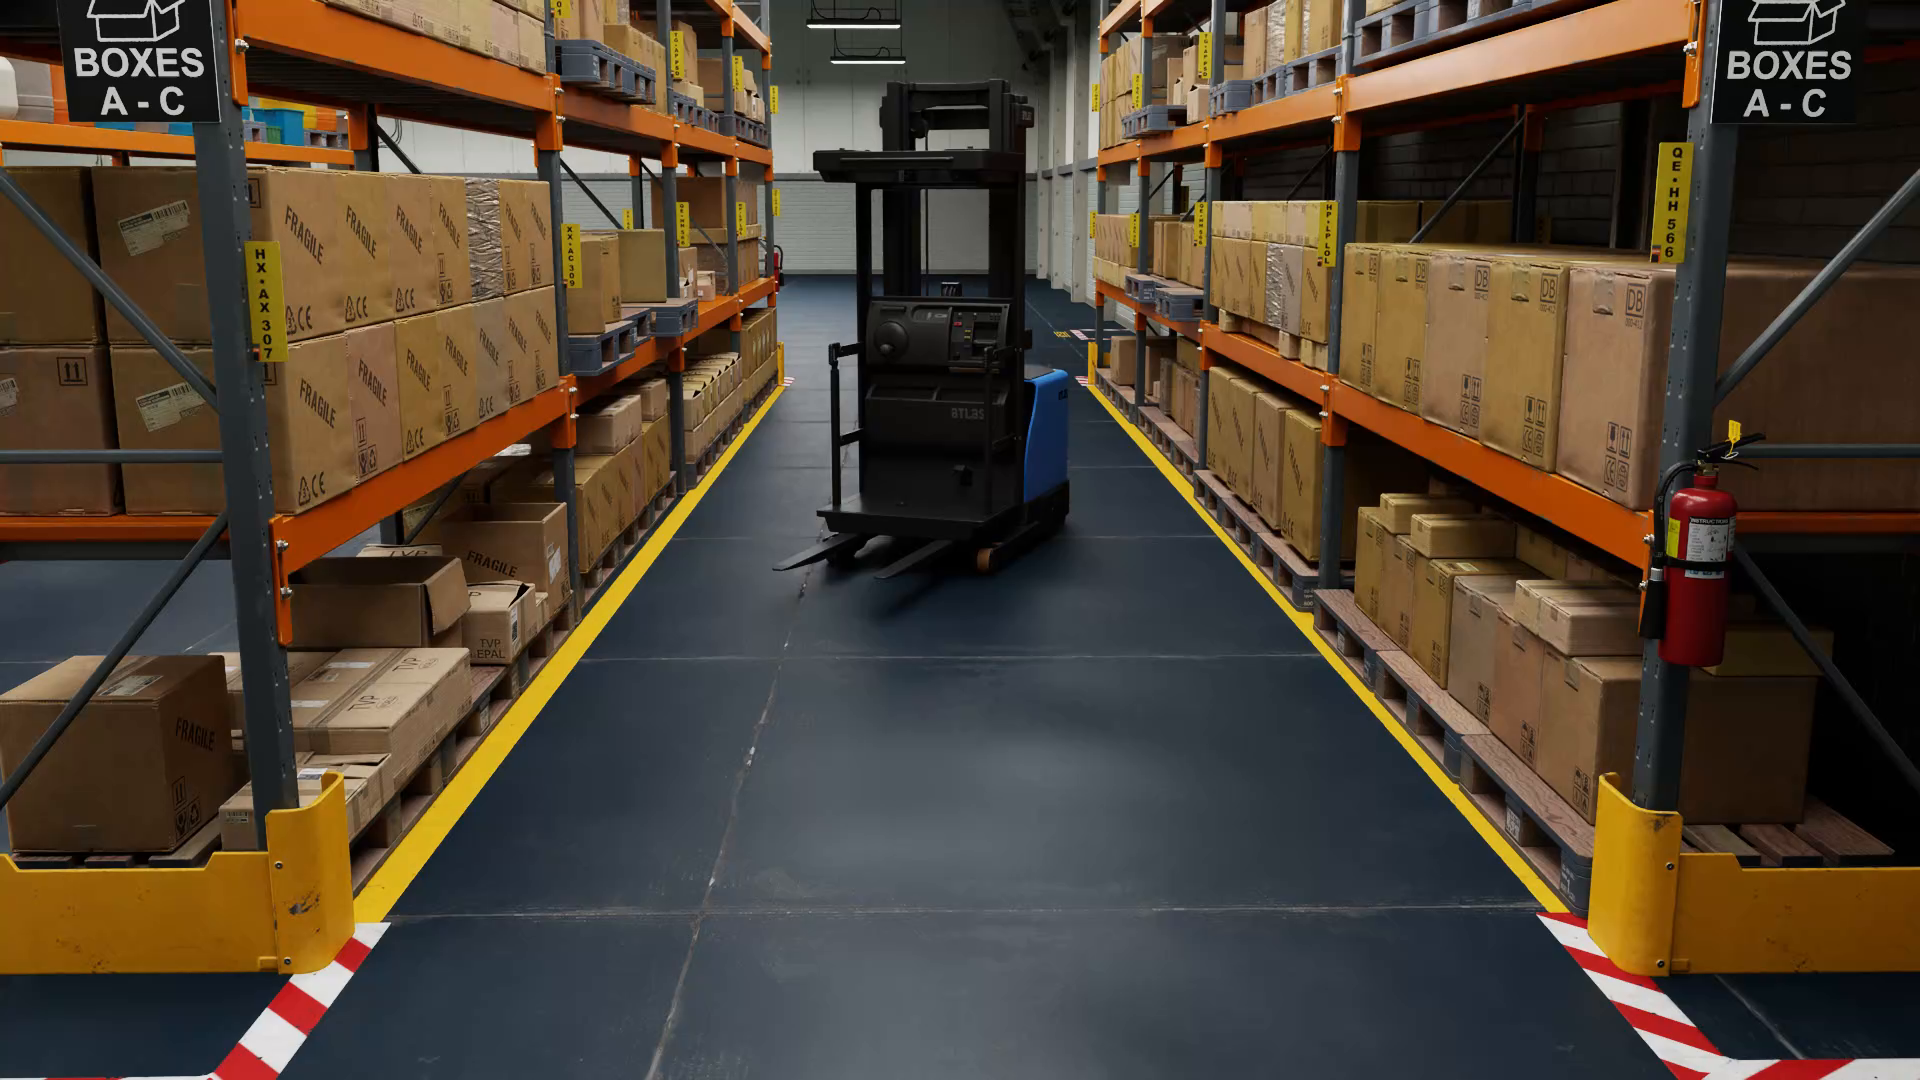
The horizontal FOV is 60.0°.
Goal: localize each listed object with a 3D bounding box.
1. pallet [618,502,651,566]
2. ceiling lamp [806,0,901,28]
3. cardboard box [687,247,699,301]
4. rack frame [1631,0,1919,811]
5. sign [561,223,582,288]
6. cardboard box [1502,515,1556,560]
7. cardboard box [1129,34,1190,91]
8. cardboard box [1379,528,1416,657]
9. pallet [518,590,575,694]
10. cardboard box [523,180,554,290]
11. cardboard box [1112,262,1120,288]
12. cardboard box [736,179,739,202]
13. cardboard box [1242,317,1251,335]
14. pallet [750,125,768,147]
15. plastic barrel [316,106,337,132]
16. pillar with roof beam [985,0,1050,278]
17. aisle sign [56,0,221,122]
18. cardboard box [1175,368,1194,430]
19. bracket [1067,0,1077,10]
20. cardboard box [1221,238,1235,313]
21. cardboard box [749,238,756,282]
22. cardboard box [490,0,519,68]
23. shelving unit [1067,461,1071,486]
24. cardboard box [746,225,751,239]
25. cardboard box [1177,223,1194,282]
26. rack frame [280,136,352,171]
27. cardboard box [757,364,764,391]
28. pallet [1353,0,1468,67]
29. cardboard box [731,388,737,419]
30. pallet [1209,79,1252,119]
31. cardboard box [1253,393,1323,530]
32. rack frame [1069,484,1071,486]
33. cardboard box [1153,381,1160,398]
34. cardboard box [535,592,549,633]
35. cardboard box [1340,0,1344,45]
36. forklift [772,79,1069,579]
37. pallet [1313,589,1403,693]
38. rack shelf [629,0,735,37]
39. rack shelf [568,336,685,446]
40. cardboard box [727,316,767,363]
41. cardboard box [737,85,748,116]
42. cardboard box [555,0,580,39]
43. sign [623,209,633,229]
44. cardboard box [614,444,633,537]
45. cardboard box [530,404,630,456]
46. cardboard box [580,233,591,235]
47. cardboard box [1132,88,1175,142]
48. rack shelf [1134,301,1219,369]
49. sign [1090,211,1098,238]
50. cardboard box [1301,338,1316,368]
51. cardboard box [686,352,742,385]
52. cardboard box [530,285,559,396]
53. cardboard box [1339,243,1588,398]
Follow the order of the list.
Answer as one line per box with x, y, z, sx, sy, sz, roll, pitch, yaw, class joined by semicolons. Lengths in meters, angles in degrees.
-2.607;-0.057;10.812;1.003;0.211;1.213;0;11;-1;pallet
-2.252;-12.455;35.139;2.000;3.185;0.800;0;11;-1;ceiling lamp
-2.679;-2.401;15.100;0.500;0.500;0.500;1;11;3;cardboard box
2.511;-0.245;4.725;1.000;3.000;0.127;0;11;-1;rack frame
-1.982;-1.447;8.472;0.100;0.325;0.005;0;11;-1;sign
2.560;-0.012;7.175;0.380;0.149;0.250;0;11;-1;cardboard box
1.981;-4.748;16.558;0.500;0.500;0.500;-1;12;-6;cardboard box
2.348;0.228;7.624;0.700;0.500;0.500;0;11;-2;cardboard box
-2.511;0.484;8.144;1.003;0.211;1.213;0;11;-1;pallet
-2.255;-1.459;7.940;0.500;0.500;0.500;0;11;-1;cardboard box
1.922;-2.859;17.934;0.500;0.250;0.500;0;11;-1;cardboard box
-2.727;-3.583;17.660;0.700;0.500;0.500;0;11;-1;cardboard box
2.167;-1.503;11.506;0.380;0.149;0.250;0;11;-2;cardboard box
-2.784;-4.691;19.315;1.003;0.211;1.213;0;11;-1;pallet
-7.588;-5.176;19.345;0.600;0.830;0.708;0;11;-1;plastic barrel
-1.864;-12.176;48.445;9.100;9.000;0.548;0;11;-1;pillar with roof beam
-2.147;-1.486;4.301;0.394;0.787;0.004;0;11;-1;aisle sign
2.326;-1.271;14.960;0.700;0.500;0.500;0;11;-1;cardboard box
2.394;-10.977;33.478;0.076;0.066;4.783;0;11;-1;bracket
2.101;-1.839;11.527;0.500;0.500;0.500;0;11;1;cardboard box
-2.760;-3.257;19.316;0.700;0.500;0.500;0;11;0;cardboard box
-2.249;-2.221;7.295;0.500;0.250;0.500;0;11;-1;cardboard box
0.570;-0.427;12.679;0.258;0.189;1.200;4;12;19;shelving unit
-2.546;-3.439;18.584;0.380;0.149;0.250;0;11;0;cardboard box
2.289;-2.552;14.737;0.700;0.500;0.500;1;12;7;cardboard box
-7.725;-3.385;20.201;1.000;3.000;0.127;0;11;-1;rack frame
-2.407;-1.760;18.051;0.500;0.250;0.500;0;11;-1;cardboard box
2.435;-2.304;7.553;1.003;0.211;1.213;0;11;-1;pallet
-2.383;-1.286;15.714;0.500;0.250;0.500;0;11;-2;cardboard box
2.412;-3.085;11.654;1.213;0.211;1.003;0;11;1;pallet
2.263;-0.498;10.321;0.750;0.750;0.750;0;11;1;cardboard box
0.570;-0.338;12.697;0.240;0.006;1.200;4;12;19;rack frame
2.222;-1.564;17.244;0.380;0.166;0.250;-2;12;-9;cardboard box
-2.161;0.348;7.861;0.380;0.149;0.250;0;11;-1;cardboard box
2.520;-2.951;9.156;0.700;0.500;0.500;-1;12;-4;cardboard box
-0.212;-1.318;10.186;1.130;2.935;3.031;4;12;19;forklift
2.366;0.478;8.174;1.003;0.211;1.213;0;11;-1;pallet
-2.648;-4.604;13.934;1.077;0.370;4.000;0;11;-1;rack shelf
-2.566;-1.064;10.571;1.077;0.370;4.000;0;11;-1;rack shelf
-2.419;-2.227;18.466;0.500;0.500;0.500;0;11;-1;cardboard box
-2.448;-4.519;17.061;0.500;0.311;0.500;-1;12;-4;cardboard box
-2.498;-3.027;9.329;0.600;0.600;0.600;0;11;-2;cardboard box
-3.245;-3.070;16.272;0.100;0.325;0.005;0;11;-1;sign
-2.316;-0.313;10.236;0.500;0.500;0.500;0;11;0;cardboard box
-2.311;-0.673;10.129;0.500;0.250;0.500;0;11;-1;cardboard box
-2.623;-1.625;10.218;0.700;0.500;0.500;-3;12;-16;cardboard box
2.005;-4.260;16.665;0.500;0.500;0.500;0;11;0;cardboard box
2.304;-1.881;14.594;1.077;0.370;4.000;0;11;-1;rack shelf
1.638;-3.848;20.305;0.100;0.325;0.005;0;11;-1;sign
2.109;-1.043;9.239;0.380;0.149;0.250;0;11;0;cardboard box
-2.395;-1.664;16.163;0.500;0.311;0.500;0;11;-1;cardboard box
-2.257;-0.970;8.045;0.500;0.500;0.500;0;11;0;cardboard box
2.423;-1.080;8.082;0.980;0.700;0.700;0;11;0;cardboard box
